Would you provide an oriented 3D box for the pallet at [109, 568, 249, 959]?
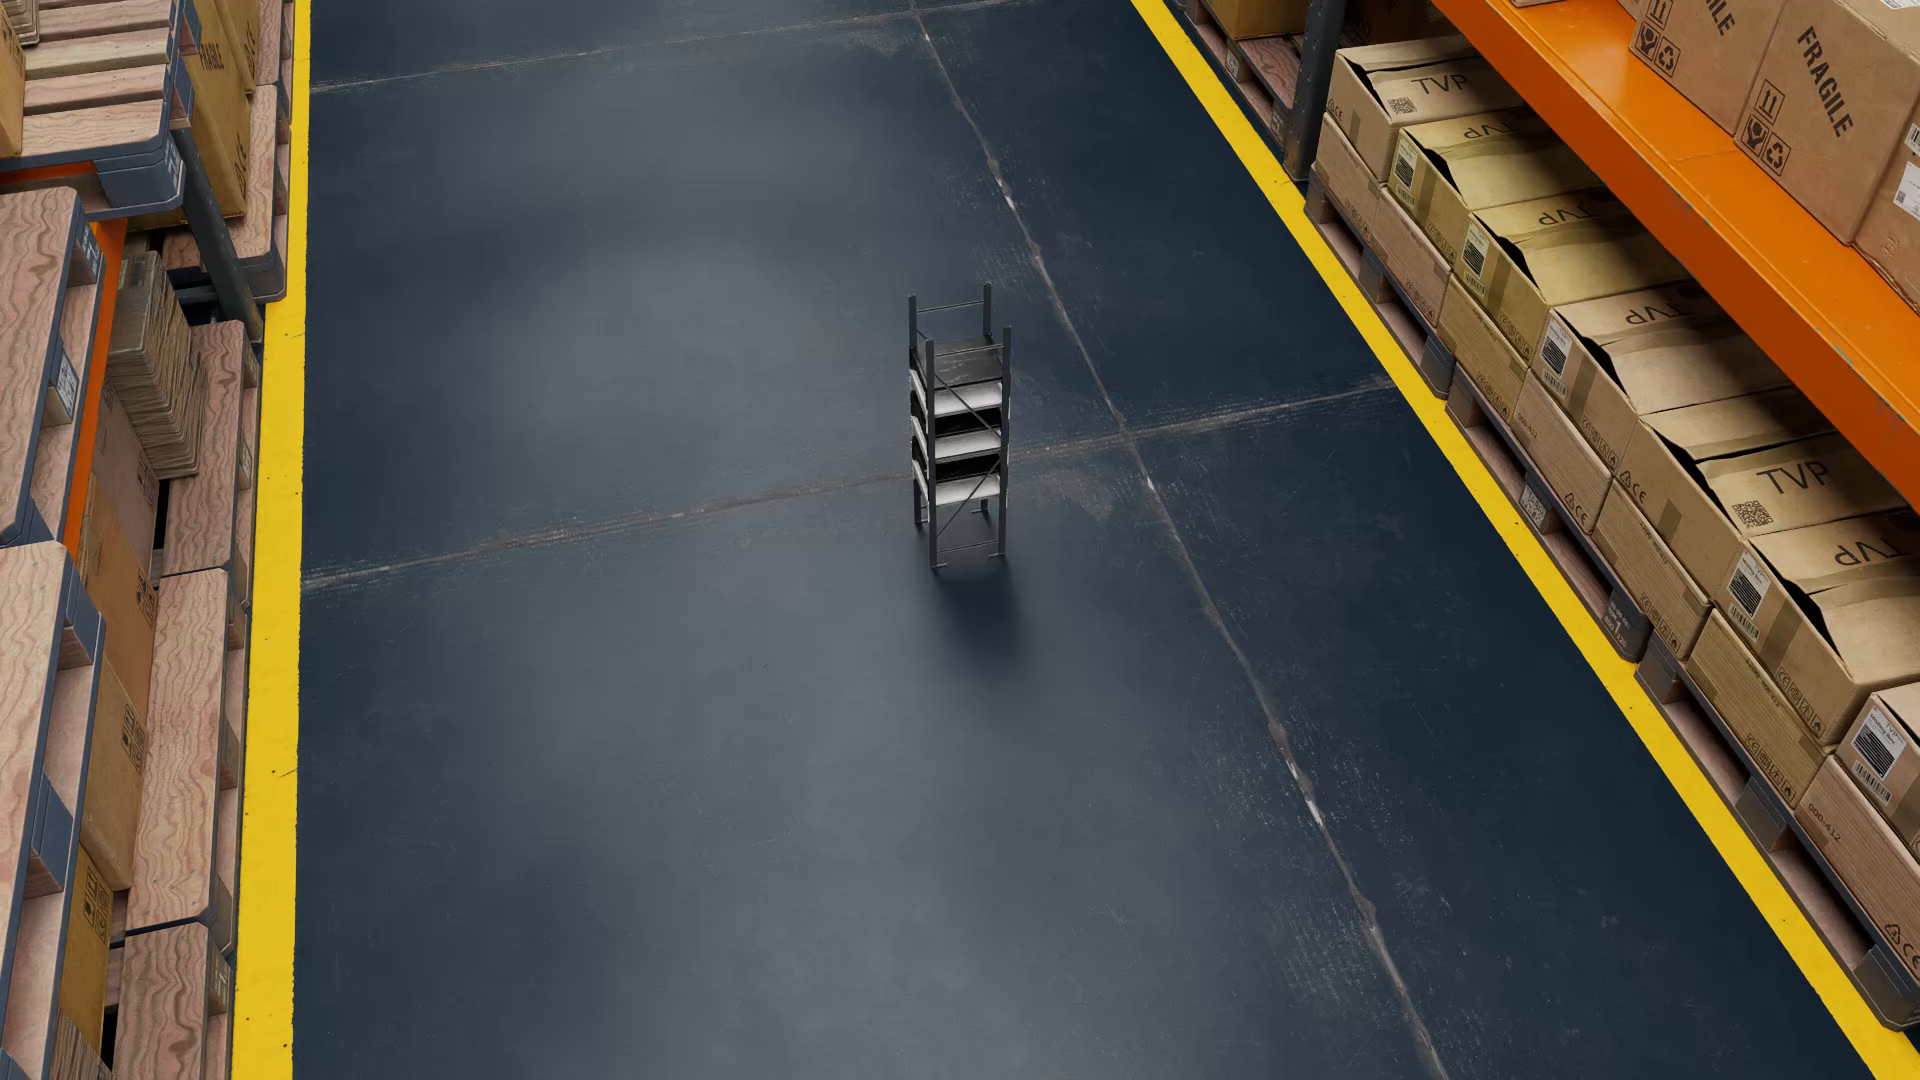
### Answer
[{"bbox_3d":[-2.478,0.660,4.455,1.003,0.211,1.213,-11,47,-10],"label":"pallet"}]

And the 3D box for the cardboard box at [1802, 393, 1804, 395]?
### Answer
[{"bbox_3d":[2.566,-0.616,4.992,0.500,0.311,0.500,-10,46,-9],"label":"cardboard box"}]

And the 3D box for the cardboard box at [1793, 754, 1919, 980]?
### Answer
[{"bbox_3d":[2.440,0.739,4.057,0.500,0.250,0.500,-11,47,-11],"label":"cardboard box"}]

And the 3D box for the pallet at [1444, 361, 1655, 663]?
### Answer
[{"bbox_3d":[2.284,-0.212,5.310,1.003,0.211,1.213,-11,47,-10],"label":"pallet"}]

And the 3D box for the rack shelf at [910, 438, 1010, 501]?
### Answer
[{"bbox_3d":[-0.002,-0.234,5.022,0.258,0.077,0.200,-11,47,-10],"label":"rack shelf"}]

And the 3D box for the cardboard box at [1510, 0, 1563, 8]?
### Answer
[{"bbox_3d":[1.844,-1.921,5.094,0.500,0.311,0.500,-11,47,-11],"label":"cardboard box"}]

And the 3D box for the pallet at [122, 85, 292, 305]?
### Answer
[{"bbox_3d":[-3.115,-1.278,6.355,1.003,0.211,1.213,-11,47,-10],"label":"pallet"}]

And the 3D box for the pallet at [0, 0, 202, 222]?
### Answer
[{"bbox_3d":[-2.700,-1.157,4.418,1.213,0.211,1.003,-11,47,-10],"label":"pallet"}]

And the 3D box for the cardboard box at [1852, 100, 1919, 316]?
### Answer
[{"bbox_3d":[2.510,-0.775,3.839,0.500,0.500,0.500,-8,46,-7],"label":"cardboard box"}]

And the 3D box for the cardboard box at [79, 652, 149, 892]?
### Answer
[{"bbox_3d":[-2.438,0.574,4.030,0.700,0.500,0.500,-10,46,-10],"label":"cardboard box"}]

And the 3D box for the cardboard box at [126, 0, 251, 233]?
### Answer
[{"bbox_3d":[-3.047,-1.623,5.951,0.750,0.750,0.750,-11,47,-11],"label":"cardboard box"}]

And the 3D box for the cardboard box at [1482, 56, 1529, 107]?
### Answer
[{"bbox_3d":[2.174,-1.669,6.024,0.500,0.311,0.500,-10,46,-9],"label":"cardboard box"}]

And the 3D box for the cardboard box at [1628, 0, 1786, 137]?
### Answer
[{"bbox_3d":[2.247,-1.484,4.534,0.500,0.500,0.500,-13,47,-12],"label":"cardboard box"}]

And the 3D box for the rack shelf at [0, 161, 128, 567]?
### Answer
[{"bbox_3d":[-2.474,-0.064,3.716,1.077,0.370,4.000,-11,47,-10],"label":"rack shelf"}]

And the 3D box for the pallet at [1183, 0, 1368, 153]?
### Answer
[{"bbox_3d":[1.647,-2.151,7.210,1.003,0.211,1.213,-11,47,-10],"label":"pallet"}]

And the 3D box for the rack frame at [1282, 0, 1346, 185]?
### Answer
[{"bbox_3d":[1.802,-2.605,5.702,1.000,3.000,0.127,-11,47,-10],"label":"rack frame"}]

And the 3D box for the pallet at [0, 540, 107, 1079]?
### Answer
[{"bbox_3d":[-2.017,0.578,2.717,1.003,0.211,1.213,-11,47,-10],"label":"pallet"}]

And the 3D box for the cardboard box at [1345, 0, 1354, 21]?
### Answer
[{"bbox_3d":[1.822,-2.611,7.150,0.500,0.500,0.500,-12,47,-12],"label":"cardboard box"}]

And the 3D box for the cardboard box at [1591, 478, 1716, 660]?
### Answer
[{"bbox_3d":[2.181,0.036,4.745,0.500,0.250,0.500,-10,46,-9],"label":"cardboard box"}]

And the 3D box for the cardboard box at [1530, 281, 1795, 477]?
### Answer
[{"bbox_3d":[2.055,-0.502,4.880,0.500,0.311,0.500,-11,47,-11],"label":"cardboard box"}]

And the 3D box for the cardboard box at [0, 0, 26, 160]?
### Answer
[{"bbox_3d":[-2.686,-1.182,3.930,0.700,0.500,0.500,-15,47,-14],"label":"cardboard box"}]

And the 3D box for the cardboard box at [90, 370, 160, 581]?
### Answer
[{"bbox_3d":[-2.731,-0.111,4.701,0.700,0.500,0.500,-11,47,-10],"label":"cardboard box"}]

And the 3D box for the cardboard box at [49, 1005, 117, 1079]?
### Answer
[{"bbox_3d":[-2.166,1.281,3.336,0.700,0.500,0.500,-9,46,-9],"label":"cardboard box"}]

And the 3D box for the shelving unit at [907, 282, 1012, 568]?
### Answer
[{"bbox_3d":[-0.002,-0.321,4.934,0.258,0.900,0.210,-11,47,-10],"label":"shelving unit"}]

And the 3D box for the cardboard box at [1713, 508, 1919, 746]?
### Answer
[{"bbox_3d":[2.306,0.191,4.201,0.500,0.311,0.500,-10,46,-9],"label":"cardboard box"}]

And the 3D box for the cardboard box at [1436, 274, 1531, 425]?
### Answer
[{"bbox_3d":[1.921,-0.669,5.437,0.500,0.250,0.500,-12,47,-11],"label":"cardboard box"}]

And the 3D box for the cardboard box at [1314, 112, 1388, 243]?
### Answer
[{"bbox_3d":[1.652,-1.374,6.127,0.500,0.250,0.500,-11,47,-10],"label":"cardboard box"}]

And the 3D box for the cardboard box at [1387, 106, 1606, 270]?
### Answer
[{"bbox_3d":[1.795,-1.209,5.573,0.500,0.311,0.500,-12,47,-11],"label":"cardboard box"}]

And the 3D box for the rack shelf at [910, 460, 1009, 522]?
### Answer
[{"bbox_3d":[-0.002,-0.171,5.086,0.258,0.077,0.200,-11,47,-10],"label":"rack shelf"}]

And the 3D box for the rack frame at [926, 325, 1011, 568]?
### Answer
[{"bbox_3d":[0.024,-0.250,4.865,0.240,0.900,0.006,-11,47,-10],"label":"rack frame"}]

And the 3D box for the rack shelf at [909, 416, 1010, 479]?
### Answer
[{"bbox_3d":[-0.002,-0.297,4.958,0.258,0.077,0.200,-11,47,-10],"label":"rack shelf"}]
